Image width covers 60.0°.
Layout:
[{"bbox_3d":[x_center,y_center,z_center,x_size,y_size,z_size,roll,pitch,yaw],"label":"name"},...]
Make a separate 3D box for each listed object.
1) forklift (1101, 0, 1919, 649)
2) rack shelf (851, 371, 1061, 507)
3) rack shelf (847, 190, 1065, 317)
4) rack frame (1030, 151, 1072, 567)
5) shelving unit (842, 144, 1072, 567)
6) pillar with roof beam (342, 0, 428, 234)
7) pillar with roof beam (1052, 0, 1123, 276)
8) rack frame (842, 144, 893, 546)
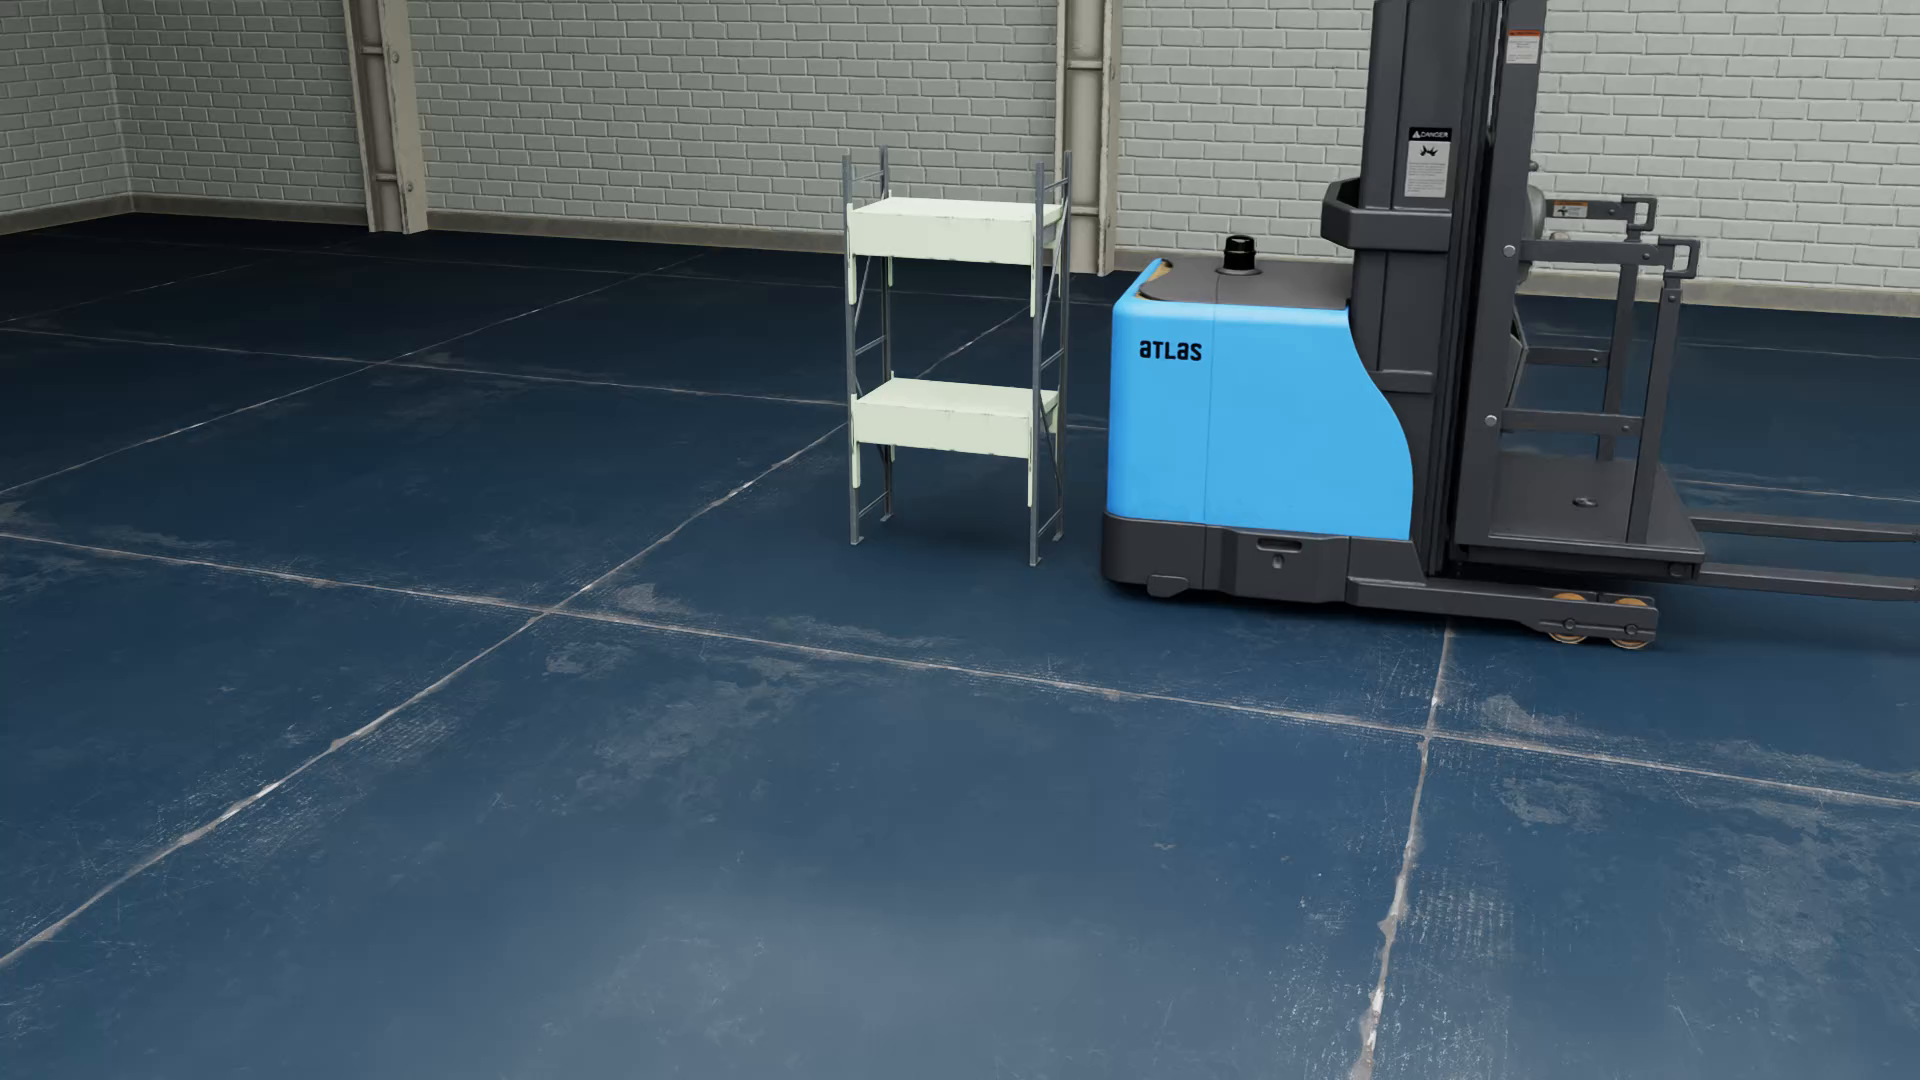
[{"bbox_3d":[2.084,-1.214,5.607,3.031,2.935,1.130,5,20,14],"label":"forklift"},{"bbox_3d":[-0.006,-0.401,6.439,0.720,0.370,0.431,7,20,18],"label":"rack shelf"},{"bbox_3d":[-0.006,-1.077,6.203,0.720,0.370,0.431,7,20,18],"label":"rack shelf"},{"bbox_3d":[0.339,-0.669,6.218,0.023,1.500,0.400,7,20,18],"label":"rack frame"},{"bbox_3d":[-0.006,-0.709,6.331,0.755,1.500,0.431,7,20,18],"label":"shelving unit"},{"bbox_3d":[-6.170,-5.540,8.799,0.400,9.000,9.100,7,20,18],"label":"pillar with roof beam"},{"bbox_3d":[-0.502,-4.892,6.940,0.400,9.000,9.100,7,20,18],"label":"pillar with roof beam"},{"bbox_3d":[-0.352,-0.748,6.445,0.023,1.500,0.400,7,20,18],"label":"rack frame"}]
